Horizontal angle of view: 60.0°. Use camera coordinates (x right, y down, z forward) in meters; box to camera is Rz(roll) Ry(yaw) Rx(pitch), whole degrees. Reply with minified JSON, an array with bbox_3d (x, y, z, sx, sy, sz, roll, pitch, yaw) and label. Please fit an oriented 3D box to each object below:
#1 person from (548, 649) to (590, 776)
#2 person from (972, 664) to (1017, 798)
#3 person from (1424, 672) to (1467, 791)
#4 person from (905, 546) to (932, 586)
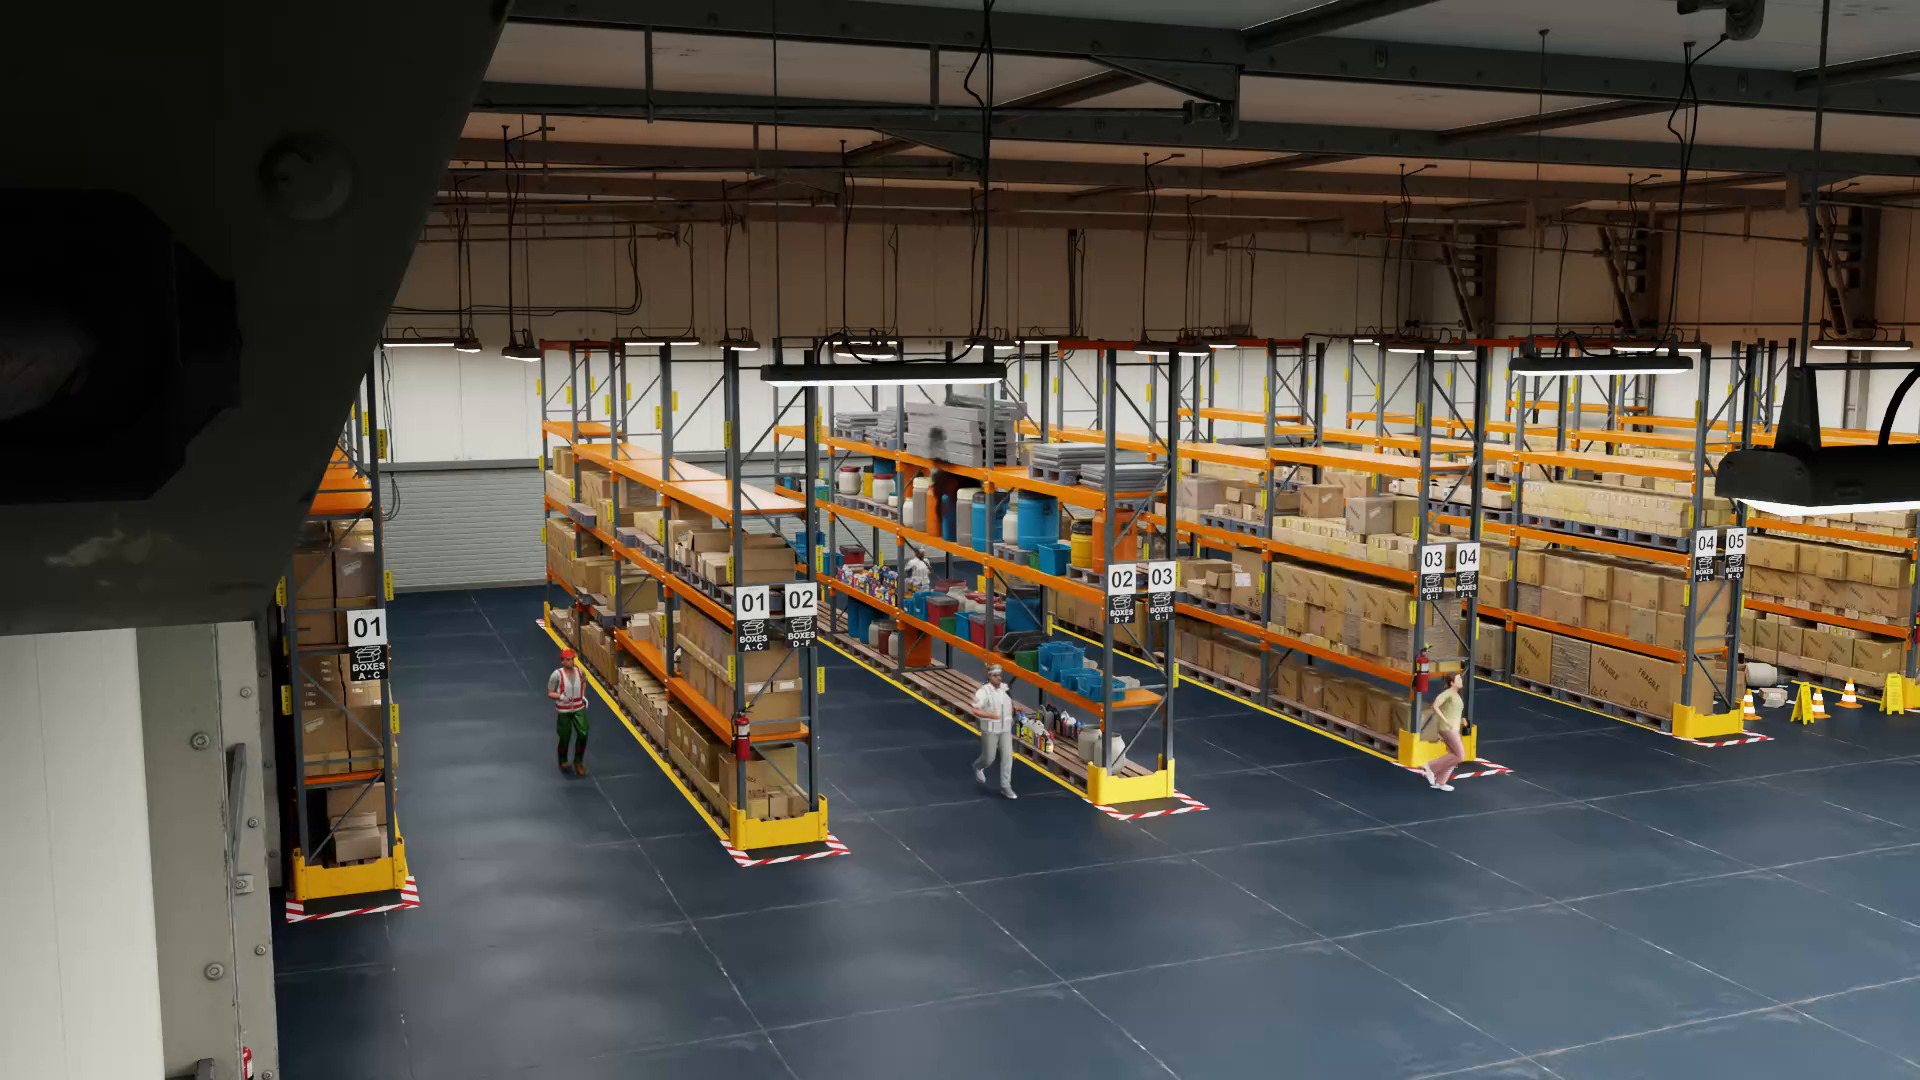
[{"bbox_3d":[-5.470,2.427,23.367,0.608,1.816,0.747,-4,8,-29],"label":"person"},{"bbox_3d":[0.485,2.534,22.389,0.666,1.747,0.950,-4,8,-25],"label":"person"},{"bbox_3d":[6.675,2.588,22.704,0.531,1.609,0.595,4,9,30],"label":"person"},{"bbox_3d":[-0.825,0.944,35.009,0.552,1.670,0.646,-5,9,-33],"label":"person"}]
